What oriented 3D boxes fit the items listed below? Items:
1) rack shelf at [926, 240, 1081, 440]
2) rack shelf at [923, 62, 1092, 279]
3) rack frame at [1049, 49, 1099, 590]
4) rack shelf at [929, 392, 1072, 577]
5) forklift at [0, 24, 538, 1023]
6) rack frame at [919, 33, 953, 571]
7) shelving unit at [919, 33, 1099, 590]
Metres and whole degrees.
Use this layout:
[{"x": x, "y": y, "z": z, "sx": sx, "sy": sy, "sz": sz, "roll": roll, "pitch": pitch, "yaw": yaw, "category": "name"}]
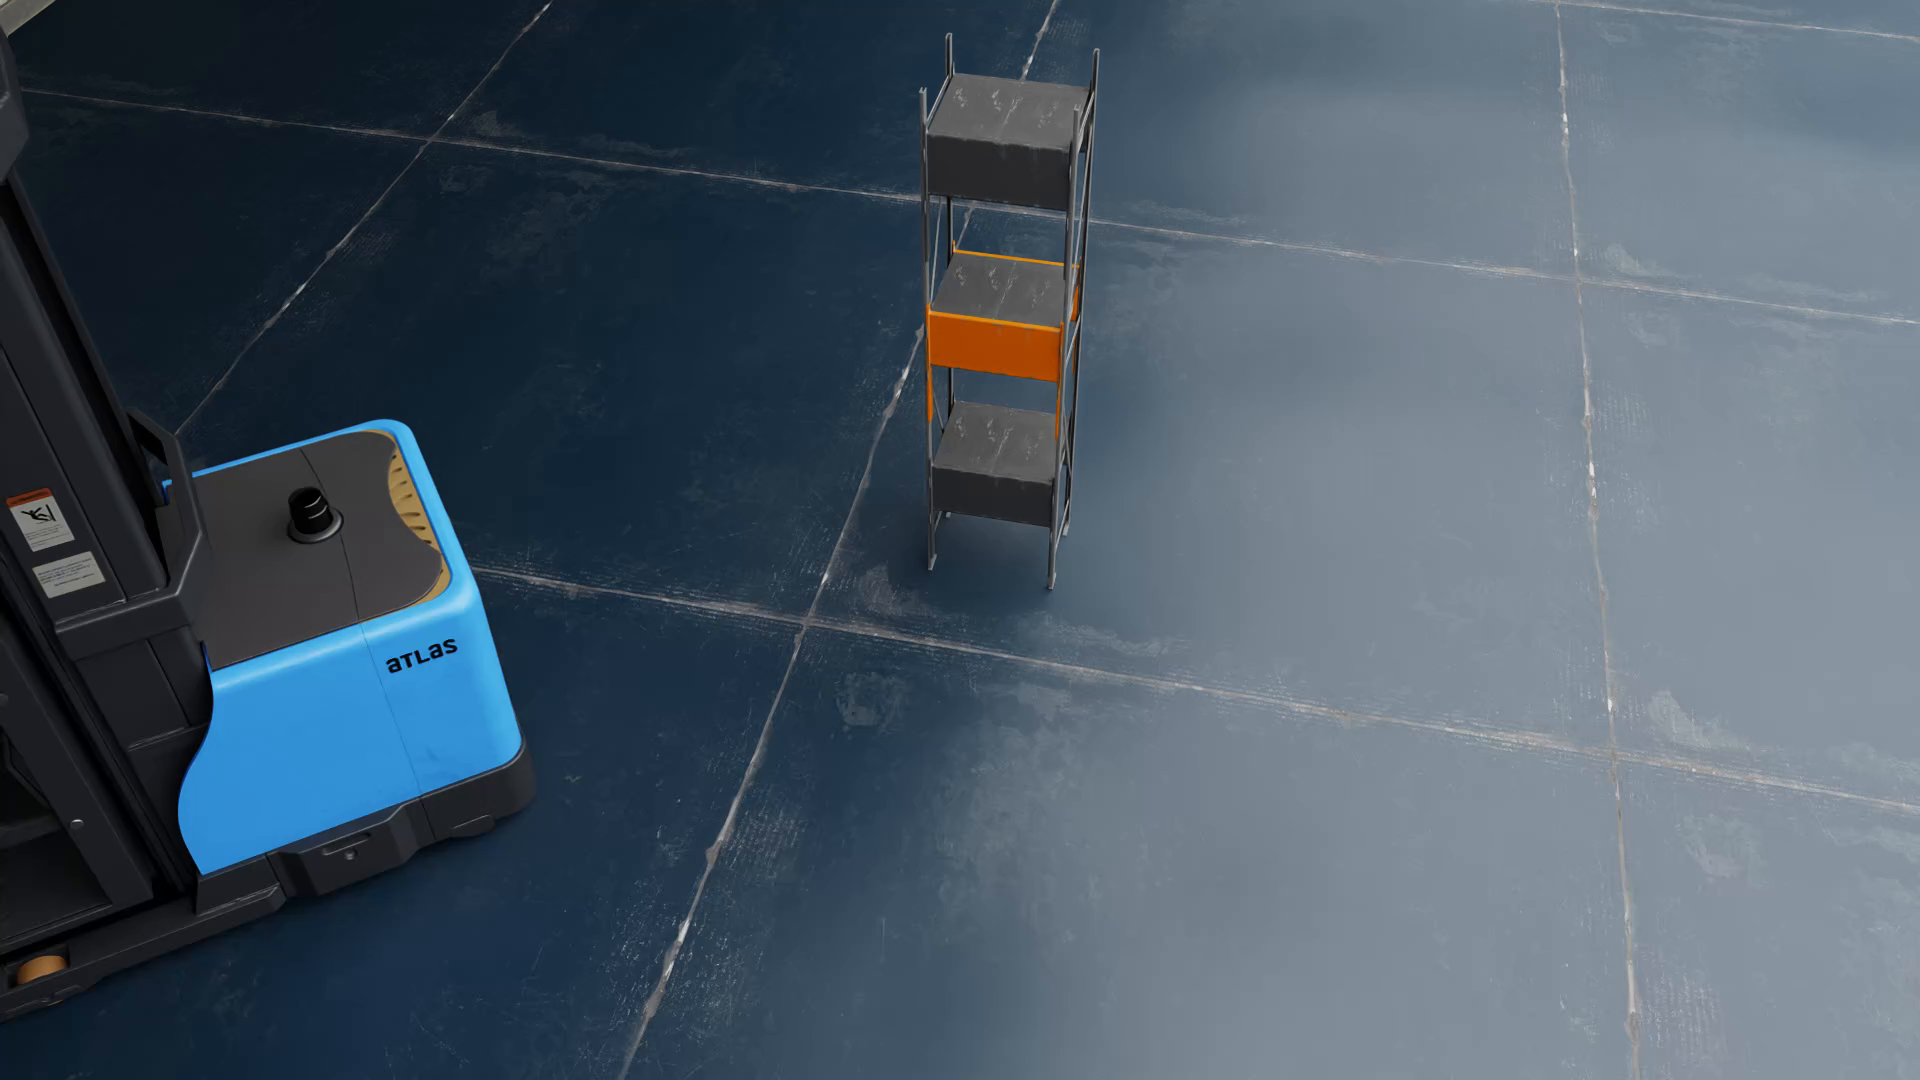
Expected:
[{"x": 0.162, "y": -0.722, "z": 6.005, "sx": 0.480, "sy": 0.518, "sz": 0.431, "roll": 9, "pitch": 45, "yaw": 9, "category": "rack shelf"}, {"x": 0.162, "y": -1.226, "z": 5.520, "sx": 0.480, "sy": 0.518, "sz": 0.431, "roll": 9, "pitch": 45, "yaw": 9, "category": "rack shelf"}, {"x": 0.400, "y": -0.694, "z": 5.957, "sx": 0.015, "sy": 2.100, "sz": 0.400, "roll": 9, "pitch": 45, "yaw": 9, "category": "rack frame"}, {"x": 0.162, "y": -0.217, "z": 6.491, "sx": 0.480, "sy": 0.518, "sz": 0.431, "roll": 9, "pitch": 45, "yaw": 9, "category": "rack shelf"}, {"x": -3.011, "y": 0.047, "z": 4.588, "sx": 3.031, "sy": 2.935, "sz": 1.130, "roll": -20, "pitch": 47, "yaw": -19, "category": "forklift"}, {"x": -0.077, "y": -0.768, "z": 6.034, "sx": 0.015, "sy": 2.100, "sz": 0.400, "roll": 9, "pitch": 45, "yaw": 9, "category": "rack frame"}, {"x": 0.162, "y": -0.731, "z": 5.996, "sx": 0.503, "sy": 2.100, "sz": 0.431, "roll": 9, "pitch": 45, "yaw": 9, "category": "shelving unit"}]
